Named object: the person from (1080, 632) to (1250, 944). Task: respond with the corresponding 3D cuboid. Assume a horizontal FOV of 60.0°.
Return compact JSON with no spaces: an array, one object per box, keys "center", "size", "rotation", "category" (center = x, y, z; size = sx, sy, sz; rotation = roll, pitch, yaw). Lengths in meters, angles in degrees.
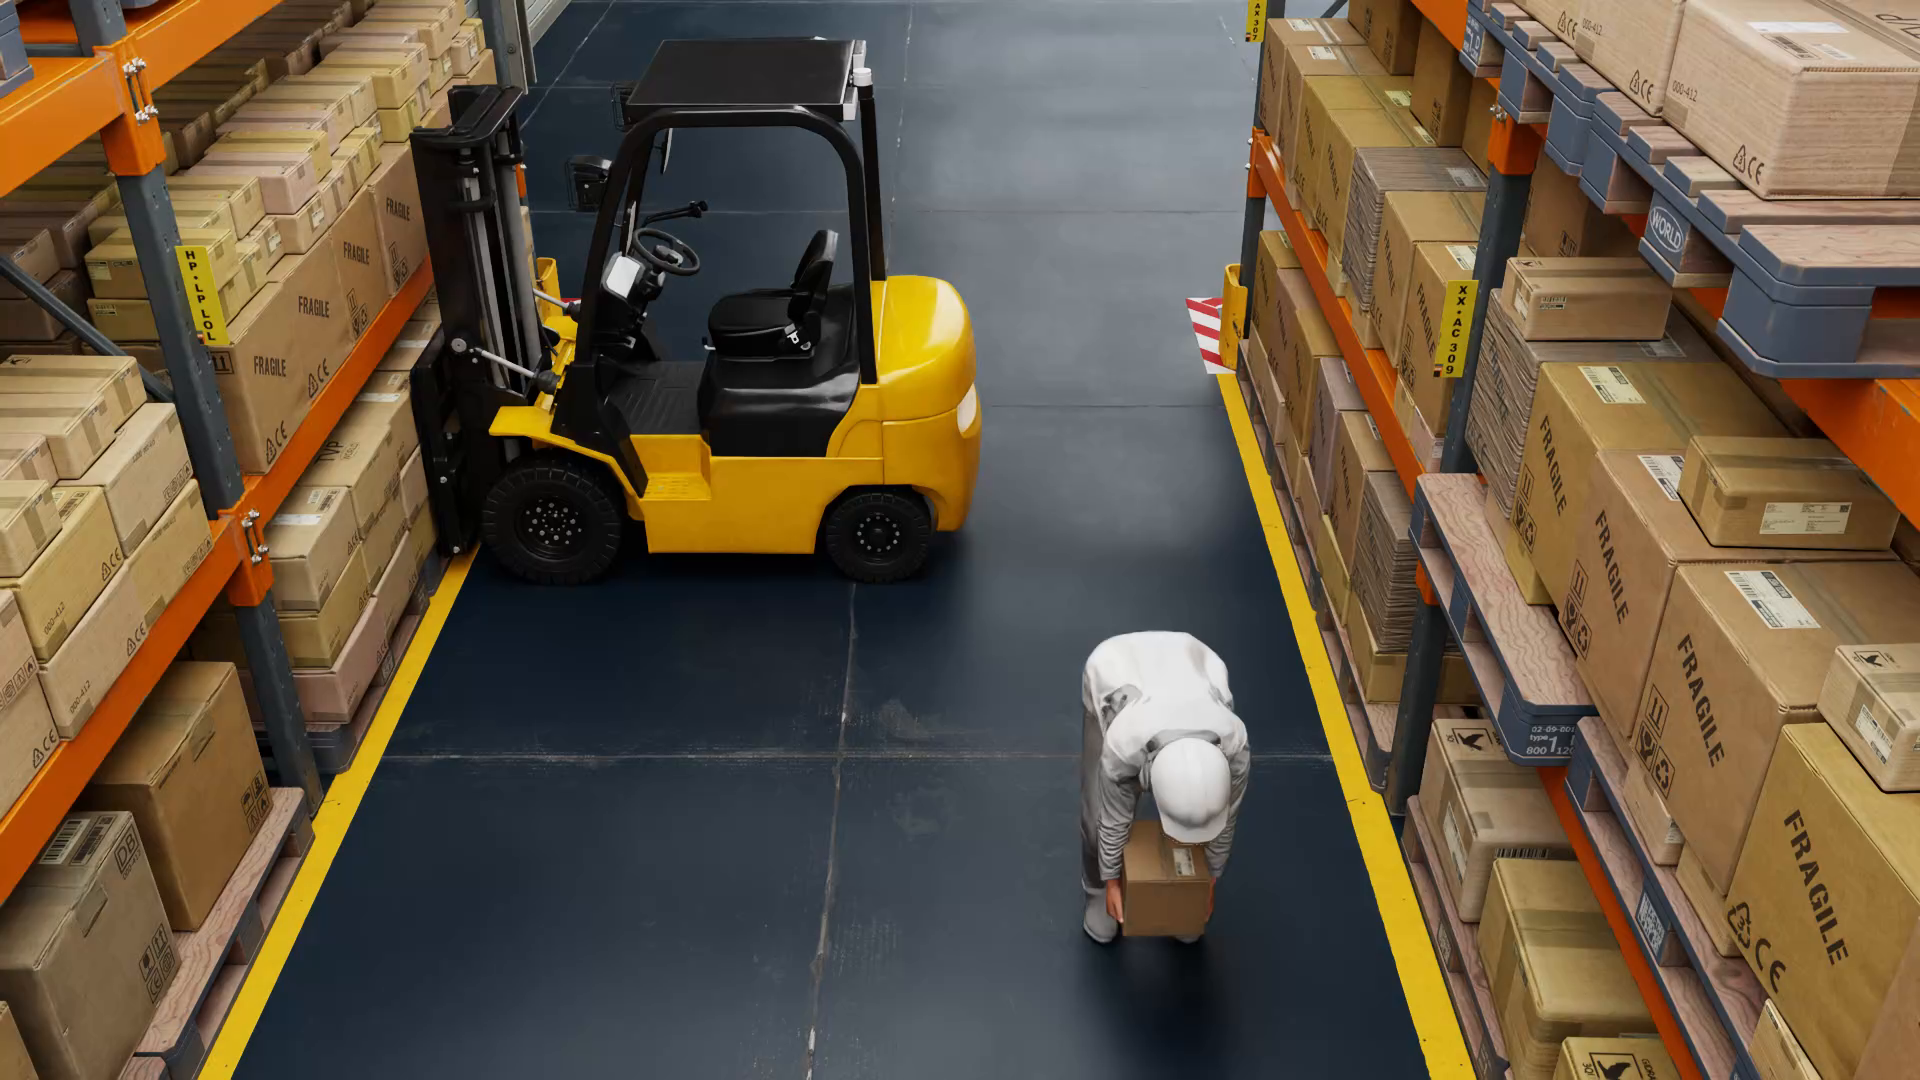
[{"center":[0.629,0.894,5.191],"size":[0.459,1.202,0.995],"rotation":[-1,31,-2],"category":"person"}]
